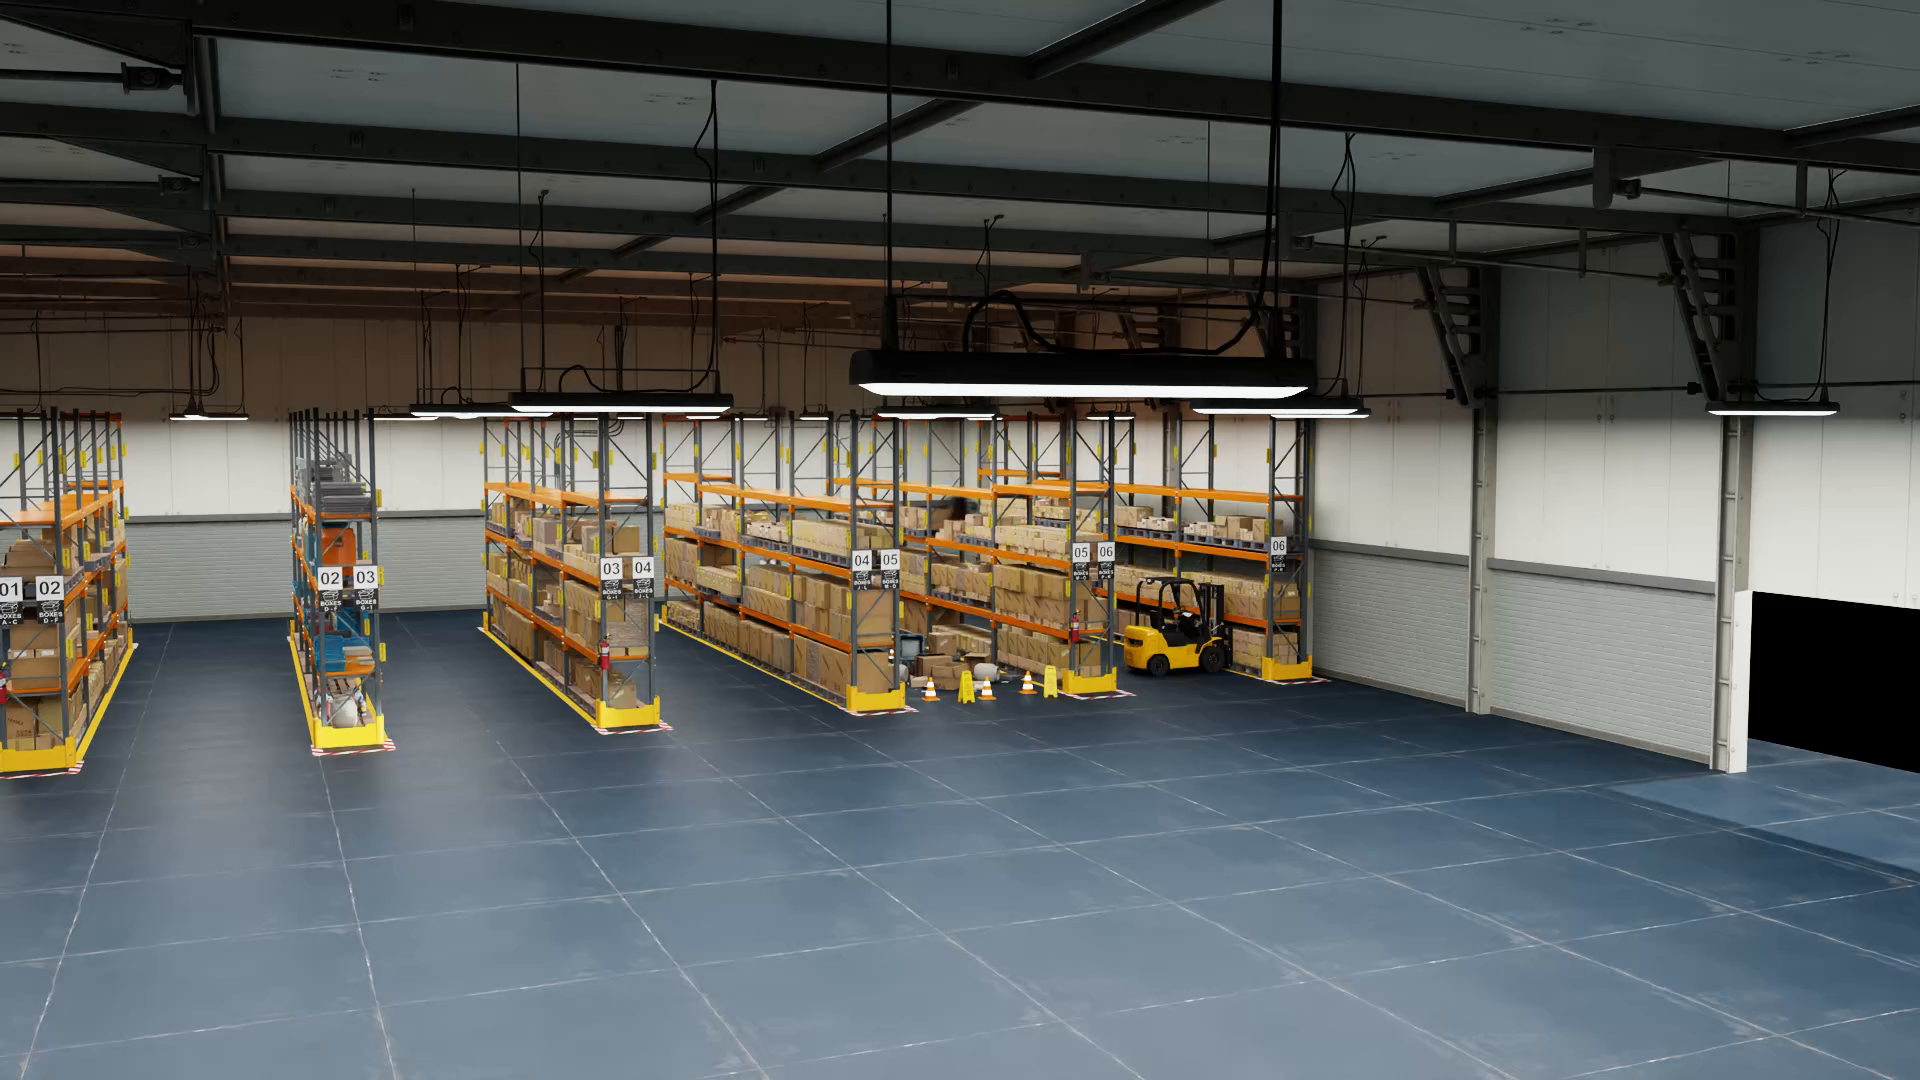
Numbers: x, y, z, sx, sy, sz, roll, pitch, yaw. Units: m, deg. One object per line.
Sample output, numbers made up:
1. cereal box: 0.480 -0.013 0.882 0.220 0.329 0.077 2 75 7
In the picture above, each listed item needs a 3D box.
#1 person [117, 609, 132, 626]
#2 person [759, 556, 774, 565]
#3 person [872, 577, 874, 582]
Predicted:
1. person: -21.910 1.825 43.431 0.421 1.669 0.518 -1 4 -13
2. person: -6.066 1.201 52.117 0.631 1.717 0.940 4 5 43
3. person: -2.153 1.715 40.383 0.607 1.777 0.458 1 4 14
